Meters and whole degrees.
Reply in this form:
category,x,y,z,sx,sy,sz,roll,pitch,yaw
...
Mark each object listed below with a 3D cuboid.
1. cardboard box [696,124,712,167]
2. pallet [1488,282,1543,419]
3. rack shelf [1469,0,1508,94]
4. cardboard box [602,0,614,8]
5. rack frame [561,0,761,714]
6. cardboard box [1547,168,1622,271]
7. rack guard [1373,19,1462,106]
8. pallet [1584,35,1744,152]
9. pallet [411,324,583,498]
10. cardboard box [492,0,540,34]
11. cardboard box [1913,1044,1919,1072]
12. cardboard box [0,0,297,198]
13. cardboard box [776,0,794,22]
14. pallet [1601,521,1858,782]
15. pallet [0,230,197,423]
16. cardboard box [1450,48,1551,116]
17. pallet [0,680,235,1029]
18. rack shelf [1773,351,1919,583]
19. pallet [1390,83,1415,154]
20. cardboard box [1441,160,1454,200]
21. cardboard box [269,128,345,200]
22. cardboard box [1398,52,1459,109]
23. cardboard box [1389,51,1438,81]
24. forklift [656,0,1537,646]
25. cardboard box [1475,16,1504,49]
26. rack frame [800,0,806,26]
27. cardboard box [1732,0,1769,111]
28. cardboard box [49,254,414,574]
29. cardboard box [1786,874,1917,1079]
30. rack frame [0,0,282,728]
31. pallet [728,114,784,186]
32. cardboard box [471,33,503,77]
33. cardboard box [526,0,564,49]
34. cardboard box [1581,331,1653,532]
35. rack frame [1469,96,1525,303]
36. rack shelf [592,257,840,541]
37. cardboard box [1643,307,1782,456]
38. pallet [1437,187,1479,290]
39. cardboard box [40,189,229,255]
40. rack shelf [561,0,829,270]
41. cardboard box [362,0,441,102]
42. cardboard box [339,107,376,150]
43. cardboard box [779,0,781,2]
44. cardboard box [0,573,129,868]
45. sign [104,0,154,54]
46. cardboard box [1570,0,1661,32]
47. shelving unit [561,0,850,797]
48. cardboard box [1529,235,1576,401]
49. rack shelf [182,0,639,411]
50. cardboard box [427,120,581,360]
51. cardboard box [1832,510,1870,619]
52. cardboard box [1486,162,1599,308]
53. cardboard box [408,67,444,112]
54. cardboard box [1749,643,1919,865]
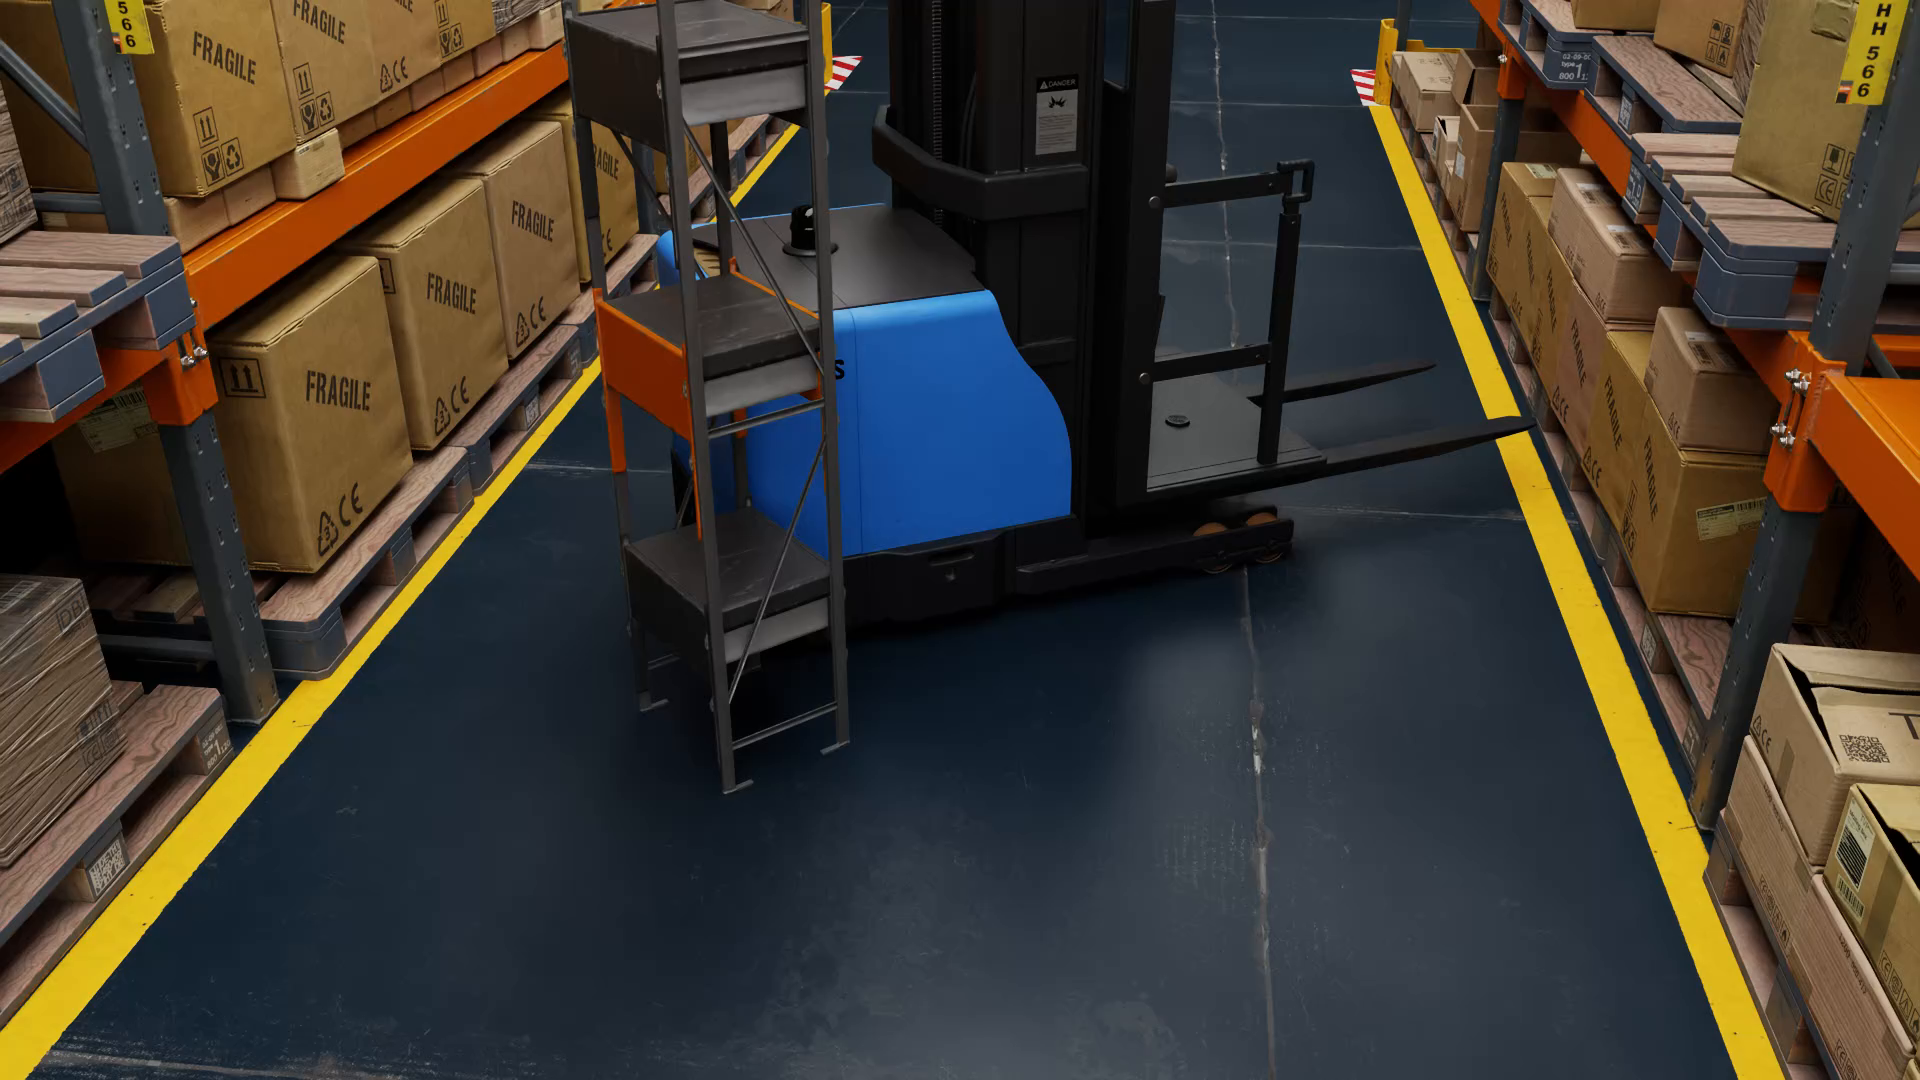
category,x,y,z,sx,sy,sz,roll,pitch,yaw
cardboard box,-1.739,-2.392,9.220,0.700,0.500,0.500,3,28,6
pallet,2.857,-0.826,7.062,1.003,0.211,1.213,3,28,6
rack shelf,3.164,-3.064,9.033,1.077,0.370,4.000,3,28,6
cardboard box,-1.758,-2.448,7.375,0.380,0.149,0.250,4,29,7
rack frame,-0.766,-0.479,4.425,0.400,2.100,0.015,-19,34,-32
cardboard box,2.496,-1.178,6.156,0.500,0.250,0.500,3,29,6
rack guard,3.400,-3.186,11.136,1.175,0.500,0.348,3,28,6
pallet,2.663,-1.388,5.365,1.003,0.211,1.213,3,28,6
pallet,-2.164,-0.554,6.556,1.003,0.211,1.213,3,28,6
cardboard box,-1.927,-2.200,6.232,0.500,0.500,0.500,3,29,6
cardboard box,1.953,0.940,2.708,0.500,0.311,0.500,3,28,5
cardboard box,-2.174,-1.240,4.449,0.500,0.500,0.500,4,29,8
cardboard box,-1.494,-3.357,11.012,0.700,0.500,0.500,3,28,6
pallet,2.558,0.322,4.930,1.003,0.211,1.213,3,28,6
pallet,-2.469,-0.416,3.562,1.213,0.211,1.003,3,28,6
cardboard box,3.144,-2.419,9.245,0.797,0.503,0.637,3,28,6
pallet,-2.585,0.753,4.130,1.003,0.211,1.213,3,28,6
rack shelf,2.184,0.702,2.043,1.077,0.370,4.000,3,28,6
pallet,3.303,-2.683,10.508,1.003,0.211,1.213,3,28,6
cardboard box,2.694,-1.842,8.549,0.380,0.149,0.250,3,28,6
cardboard box,-2.061,-1.120,4.911,0.380,0.149,0.250,4,29,8
cardboard box,3.000,-2.830,10.276,0.500,0.250,0.500,3,28,6
cardboard box,3.017,-3.084,10.853,0.380,0.149,0.250,3,28,6
forklift,0.579,-1.400,5.258,3.031,2.935,1.130,-11,30,-19
cardboard box,3.587,-3.145,10.597,0.500,0.500,0.500,3,28,6
rack frame,-1.507,-4.608,11.141,1.000,3.000,0.127,3,28,6
cardboard box,2.696,-1.508,4.838,0.700,0.500,0.500,9,30,16
cardboard box,-2.267,-0.419,5.190,0.750,0.750,0.750,3,28,6
cardboard box,2.013,0.935,3.307,0.500,0.250,0.500,3,28,5
rack frame,-2.488,-0.842,4.151,1.000,3.000,0.127,3,28,6
pallet,-1.680,-2.427,10.032,1.003,0.211,1.213,3,28,6
cardboard box,-1.957,-1.852,6.270,0.380,0.149,0.250,3,28,5
cardboard box,-1.816,-2.081,6.693,0.380,0.149,0.250,3,28,6
cardboard box,2.375,-0.347,5.403,0.500,0.500,0.500,2,28,4
rack frame,2.919,-2.439,7.115,1.000,3.000,0.127,3,28,6
rack shelf,-0.620,-0.374,4.259,0.431,0.518,0.480,-19,34,-32
cardboard box,2.314,-0.460,4.823,0.500,0.250,0.500,4,29,8
pallet,3.004,-1.535,8.376,1.003,0.211,1.213,3,28,6
cardboard box,-2.217,-0.882,4.469,0.380,0.149,0.250,3,28,5
rack shelf,-0.621,-0.990,3.927,0.431,0.518,0.480,-19,34,-32
cardboard box,-2.039,-1.720,5.339,0.500,0.500,0.500,3,28,6
cardboard box,-2.130,-1.369,5.372,0.380,0.149,0.250,4,29,7
cardboard box,-1.329,-3.572,10.726,0.380,0.149,0.250,3,28,6
cardboard box,-2.524,0.406,4.005,0.700,0.500,0.500,4,29,7
sign,-1.948,-1.290,3.845,0.100,0.325,0.005,3,28,6
cardboard box,2.618,-2.131,5.994,0.700,0.500,0.500,8,29,14
shelving unit,-0.620,-0.386,4.253,0.431,2.100,0.503,-19,34,-32
cardboard box,2.495,-0.832,6.304,0.500,0.500,0.500,4,29,7
rack shelf,-2.242,-1.467,6.069,1.077,0.370,4.000,3,28,6
cardboard box,-2.054,-1.232,6.697,0.750,0.750,0.750,4,29,8
cardboard box,2.827,-0.094,4.933,0.500,0.500,0.500,2,28,4
cardboard box,2.618,-1.319,7.207,0.500,0.500,0.500,2,28,4
cardboard box,-2.040,-1.605,5.810,0.380,0.149,0.250,4,29,6
cardboard box,2.074,0.452,3.614,0.500,0.311,0.500,4,29,8
